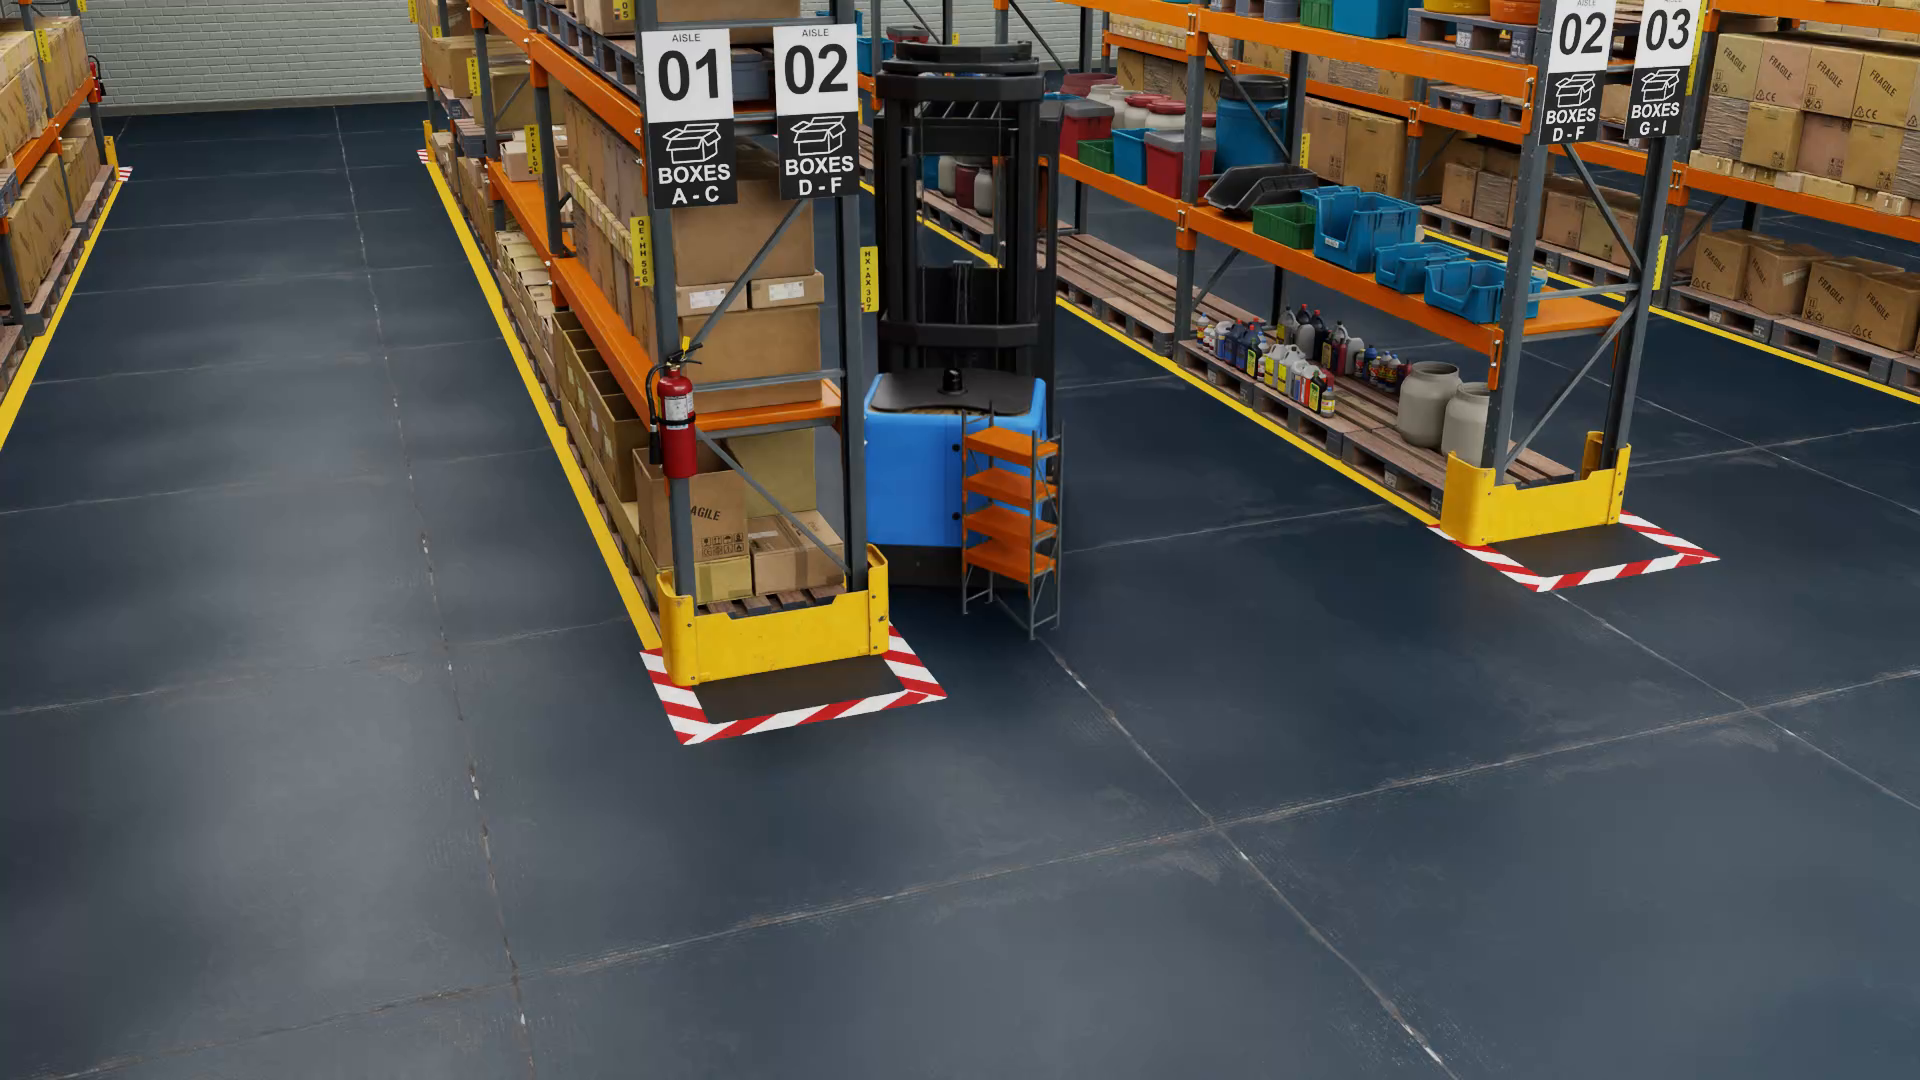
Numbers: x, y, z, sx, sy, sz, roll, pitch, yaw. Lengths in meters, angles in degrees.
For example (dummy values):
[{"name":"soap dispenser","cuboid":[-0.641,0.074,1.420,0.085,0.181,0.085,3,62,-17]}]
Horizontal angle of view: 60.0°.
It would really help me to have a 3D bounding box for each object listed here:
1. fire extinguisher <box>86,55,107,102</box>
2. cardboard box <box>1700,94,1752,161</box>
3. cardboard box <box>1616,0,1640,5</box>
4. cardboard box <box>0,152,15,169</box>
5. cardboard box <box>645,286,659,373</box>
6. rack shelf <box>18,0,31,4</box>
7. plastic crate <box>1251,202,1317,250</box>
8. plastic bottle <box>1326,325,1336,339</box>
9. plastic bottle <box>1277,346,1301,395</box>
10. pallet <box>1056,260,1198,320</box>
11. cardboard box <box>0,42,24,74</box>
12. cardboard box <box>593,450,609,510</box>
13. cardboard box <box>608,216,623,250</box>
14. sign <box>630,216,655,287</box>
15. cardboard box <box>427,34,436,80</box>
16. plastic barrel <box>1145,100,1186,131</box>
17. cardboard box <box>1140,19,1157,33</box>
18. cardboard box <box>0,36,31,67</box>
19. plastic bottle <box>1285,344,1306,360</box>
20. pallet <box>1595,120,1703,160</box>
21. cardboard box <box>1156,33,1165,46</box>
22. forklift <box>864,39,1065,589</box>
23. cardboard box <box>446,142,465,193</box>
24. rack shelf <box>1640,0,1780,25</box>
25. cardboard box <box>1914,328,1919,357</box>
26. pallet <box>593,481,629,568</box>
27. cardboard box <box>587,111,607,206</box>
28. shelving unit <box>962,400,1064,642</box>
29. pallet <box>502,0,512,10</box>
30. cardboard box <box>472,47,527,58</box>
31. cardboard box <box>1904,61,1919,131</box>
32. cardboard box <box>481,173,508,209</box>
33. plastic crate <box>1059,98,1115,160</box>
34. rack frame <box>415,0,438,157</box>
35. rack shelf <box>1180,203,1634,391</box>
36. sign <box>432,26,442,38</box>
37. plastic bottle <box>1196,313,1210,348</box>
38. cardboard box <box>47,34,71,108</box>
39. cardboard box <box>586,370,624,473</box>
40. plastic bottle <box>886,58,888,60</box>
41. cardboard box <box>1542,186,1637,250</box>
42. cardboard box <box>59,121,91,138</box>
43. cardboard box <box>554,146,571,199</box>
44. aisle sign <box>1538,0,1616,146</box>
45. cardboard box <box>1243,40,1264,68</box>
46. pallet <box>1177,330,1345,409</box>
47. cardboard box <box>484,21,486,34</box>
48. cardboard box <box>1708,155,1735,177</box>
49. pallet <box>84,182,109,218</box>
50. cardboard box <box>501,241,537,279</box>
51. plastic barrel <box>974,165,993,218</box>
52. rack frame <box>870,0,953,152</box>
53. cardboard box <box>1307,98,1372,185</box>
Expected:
[{"name":"fire extinguisher","cuboid":[-10.881,-5.823,20.783,0.296,0.674,0.183,-8,24,-19]},{"name":"cardboard box","cuboid":[6.982,-3.602,14.423,0.875,0.500,0.500,-8,24,-19]},{"name":"cardboard box","cuboid":[9.151,-7.277,22.670,0.380,0.149,0.250,-9,25,-21]},{"name":"cardboard box","cuboid":[-8.429,-3.251,14.400,0.380,0.149,0.250,-8,24,-17]},{"name":"cardboard box","cuboid":[-1.317,-1.188,9.077,0.700,0.500,0.500,-8,24,-18]},{"name":"rack shelf","cuboid":[-9.140,-4.783,14.800,1.077,0.370,4.000,-8,24,-19]},{"name":"plastic crate","cuboid":[2.463,-2.282,12.075,0.450,0.188,0.662,-8,24,-19]},{"name":"plastic bottle","cuboid":[2.909,-1.545,12.984,0.061,0.283,0.133,-7,24,-15]},{"name":"plastic bottle","cuboid":[2.427,-1.253,12.204,0.144,0.351,0.185,-7,24,-17]},{"name":"pallet","cuboid":[1.499,-2.351,15.555,1.003,0.211,1.213,-8,24,-19]},{"name":"cardboard box","cuboid":[-9.091,-4.490,15.538,0.500,0.250,0.500,-8,24,-18]},{"name":"cardboard box","cuboid":[-1.982,-0.404,10.346,0.500,0.250,0.500,-8,24,-19]},{"name":"cardboard box","cuboid":[-1.838,-1.801,9.697,0.380,0.149,0.250,-9,24,-20]},{"name":"sign","cuboid":[-1.487,-1.353,7.803,0.100,0.325,0.005,-8,24,-19]},{"name":"cardboard box","cuboid":[-6.180,-5.891,20.236,0.500,0.500,0.500,-8,24,-18]},{"name":"plastic barrel","cuboid":[1.856,-3.618,14.798,0.433,0.535,0.433,0,23,0]},{"name":"cardboard box","cuboid":[2.923,-7.437,23.843,0.500,0.250,0.500,-9,25,-21]},{"name":"cardboard box","cuboid":[-9.271,-4.675,15.977,0.500,0.250,0.500,-8,24,-18]},{"name":"plastic bottle","cuboid":[2.491,-1.315,12.449,0.152,0.276,0.135,-8,24,-19]},{"name":"pallet","cuboid":[6.747,-3.800,15.652,1.003,0.211,1.213,-8,24,-19]},{"name":"cardboard box","cuboid":[3.003,-7.103,23.563,0.380,0.149,0.250,-9,24,-20]},{"name":"forklift","cuboid":[0.062,-1.606,10.287,1.130,2.935,3.031,2,23,5]},{"name":"cardboard box","cuboid":[-5.680,-4.359,19.382,0.500,0.500,0.500,-8,24,-19]},{"name":"rack shelf","cuboid":[6.175,-5.369,16.190,1.077,0.370,4.000,-8,24,-19]},{"name":"cardboard box","cuboid":[7.846,-1.621,12.912,0.500,0.500,0.500,-2,23,-5]},{"name":"pallet","cuboid":[-1.711,-0.210,10.476,1.003,0.211,1.213,-8,24,-19]},{"name":"cardboard box","cuboid":[-1.869,-2.351,10.168,0.700,0.500,0.500,-8,24,-19]},{"name":"shelving unit","cuboid":[0.276,-0.103,8.950,0.503,1.200,0.258,20,30,39]},{"name":"pallet","cuboid":[-3.079,-4.342,13.070,1.003,0.211,1.213,-7,24,-17]},{"name":"cardboard box","cuboid":[-4.532,-4.746,16.979,0.700,0.500,0.500,-15,27,-32]},{"name":"cardboard box","cuboid":[7.513,-3.310,12.443,0.500,0.500,0.500,-8,24,-19]},{"name":"cardboard box","cuboid":[-4.374,-3.411,16.166,0.500,0.250,0.500,-7,24,-17]},{"name":"plastic crate","cuboid":[1.119,-3.765,15.239,0.402,0.464,0.583,-8,24,-19]},{"name":"rack frame","cuboid":[-6.627,-6.593,22.032,1.000,3.000,0.127,-8,24,-19]},{"name":"rack shelf","cuboid":[2.954,-1.853,11.711,1.077,0.370,4.000,-8,24,-19]},{"name":"sign","cuboid":[-5.719,-5.462,18.232,0.100,0.325,0.005,-8,24,-19]},{"name":"plastic bottle","cuboid":[1.950,-1.681,13.323,0.097,0.271,0.097,0,23,0]},{"name":"cardboard box","cuboid":[-10.276,-5.063,18.013,0.980,0.700,0.700,-9,24,-20]},{"name":"cardboard box","cuboid":[-1.985,-0.749,10.199,0.500,0.500,0.500,-8,24,-19]},{"name":"plastic bottle","cuboid":[-0.848,-5.573,19.760,0.061,0.283,0.133,-8,24,-19]},{"name":"cardboard box","cuboid":[6.336,-3.247,16.744,0.700,0.500,0.500,-11,25,-24]},{"name":"cardboard box","cuboid":[-10.612,-4.898,19.851,0.380,0.149,0.250,-8,24,-18]},{"name":"cardboard box","cuboid":[-2.830,-2.752,12.789,0.500,0.500,0.500,-7,24,-15]},{"name":"aisle sign","cuboid":[3.408,-2.589,9.184,0.394,0.787,0.004,-8,24,-19]},{"name":"cardboard box","cuboid":[3.984,-6.343,21.307,0.500,0.500,0.500,-8,24,-19]},{"name":"pallet","cuboid":[2.446,-1.377,13.245,1.003,0.211,1.213,-8,24,-19]},{"name":"cardboard box","cuboid":[-5.300,-6.044,19.312,0.500,0.500,0.500,-9,25,-21]},{"name":"cardboard box","cuboid":[6.752,-3.263,14.454,0.380,0.149,0.250,-8,24,-19]},{"name":"pallet","cuboid":[-10.477,-3.905,19.244,1.003,0.211,1.213,-8,24,-19]},{"name":"cardboard box","cuboid":[-3.697,-2.451,14.481,0.500,0.311,0.500,-9,24,-20]},{"name":"plastic barrel","cuboid":[0.363,-3.780,18.020,0.421,0.512,0.421,0,23,0]},{"name":"rack frame","cuboid":[-0.578,-5.818,20.193,1.000,3.000,0.127,-8,24,-19]},{"name":"cardboard box","cuboid":[4.936,-4.838,20.060,1.225,0.875,0.875,-8,24,-19]}]
